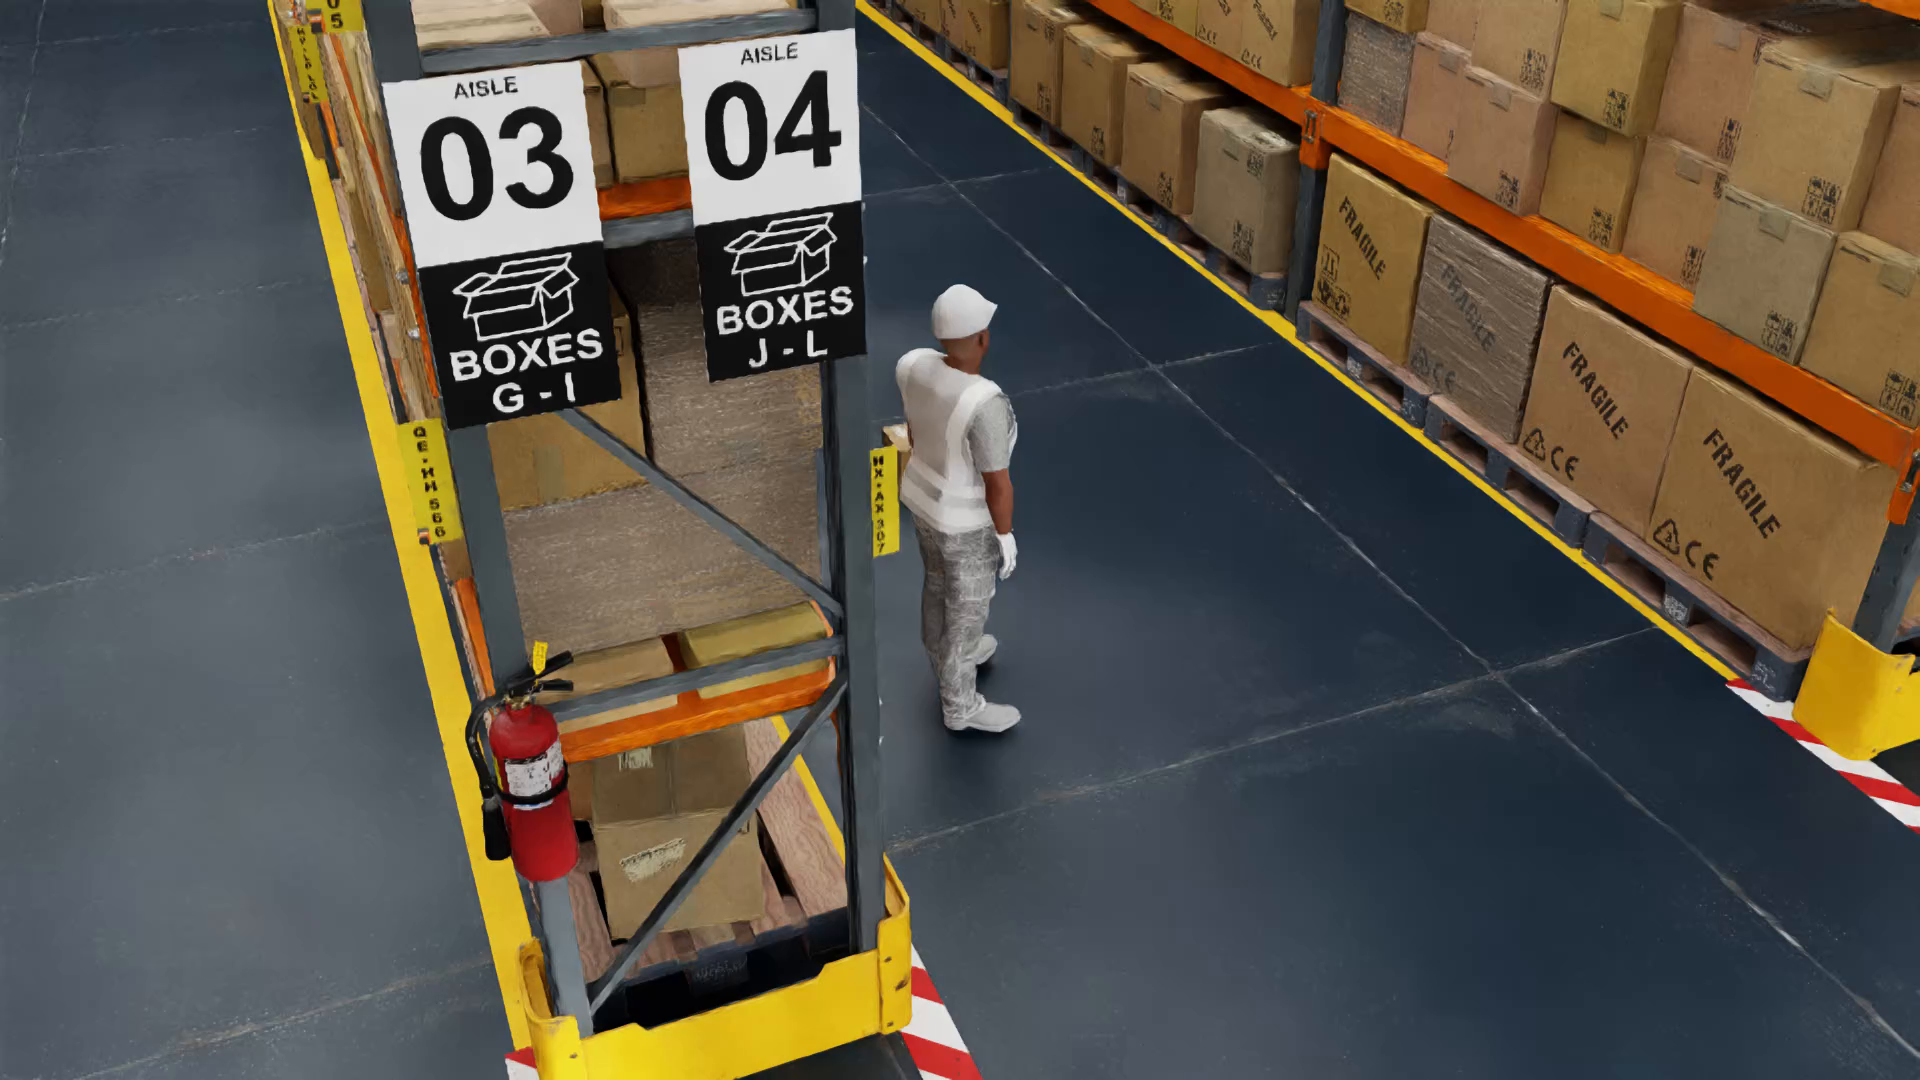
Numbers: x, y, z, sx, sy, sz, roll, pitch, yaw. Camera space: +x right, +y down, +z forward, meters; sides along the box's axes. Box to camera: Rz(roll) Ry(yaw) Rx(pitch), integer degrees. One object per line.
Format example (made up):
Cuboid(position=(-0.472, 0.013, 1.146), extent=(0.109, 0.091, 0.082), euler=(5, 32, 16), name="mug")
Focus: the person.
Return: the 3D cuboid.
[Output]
Cuboid(position=(0.040, -0.139, 6.279), extent=(0.478, 1.787, 0.620), euler=(-22, 39, -29), name="person")
